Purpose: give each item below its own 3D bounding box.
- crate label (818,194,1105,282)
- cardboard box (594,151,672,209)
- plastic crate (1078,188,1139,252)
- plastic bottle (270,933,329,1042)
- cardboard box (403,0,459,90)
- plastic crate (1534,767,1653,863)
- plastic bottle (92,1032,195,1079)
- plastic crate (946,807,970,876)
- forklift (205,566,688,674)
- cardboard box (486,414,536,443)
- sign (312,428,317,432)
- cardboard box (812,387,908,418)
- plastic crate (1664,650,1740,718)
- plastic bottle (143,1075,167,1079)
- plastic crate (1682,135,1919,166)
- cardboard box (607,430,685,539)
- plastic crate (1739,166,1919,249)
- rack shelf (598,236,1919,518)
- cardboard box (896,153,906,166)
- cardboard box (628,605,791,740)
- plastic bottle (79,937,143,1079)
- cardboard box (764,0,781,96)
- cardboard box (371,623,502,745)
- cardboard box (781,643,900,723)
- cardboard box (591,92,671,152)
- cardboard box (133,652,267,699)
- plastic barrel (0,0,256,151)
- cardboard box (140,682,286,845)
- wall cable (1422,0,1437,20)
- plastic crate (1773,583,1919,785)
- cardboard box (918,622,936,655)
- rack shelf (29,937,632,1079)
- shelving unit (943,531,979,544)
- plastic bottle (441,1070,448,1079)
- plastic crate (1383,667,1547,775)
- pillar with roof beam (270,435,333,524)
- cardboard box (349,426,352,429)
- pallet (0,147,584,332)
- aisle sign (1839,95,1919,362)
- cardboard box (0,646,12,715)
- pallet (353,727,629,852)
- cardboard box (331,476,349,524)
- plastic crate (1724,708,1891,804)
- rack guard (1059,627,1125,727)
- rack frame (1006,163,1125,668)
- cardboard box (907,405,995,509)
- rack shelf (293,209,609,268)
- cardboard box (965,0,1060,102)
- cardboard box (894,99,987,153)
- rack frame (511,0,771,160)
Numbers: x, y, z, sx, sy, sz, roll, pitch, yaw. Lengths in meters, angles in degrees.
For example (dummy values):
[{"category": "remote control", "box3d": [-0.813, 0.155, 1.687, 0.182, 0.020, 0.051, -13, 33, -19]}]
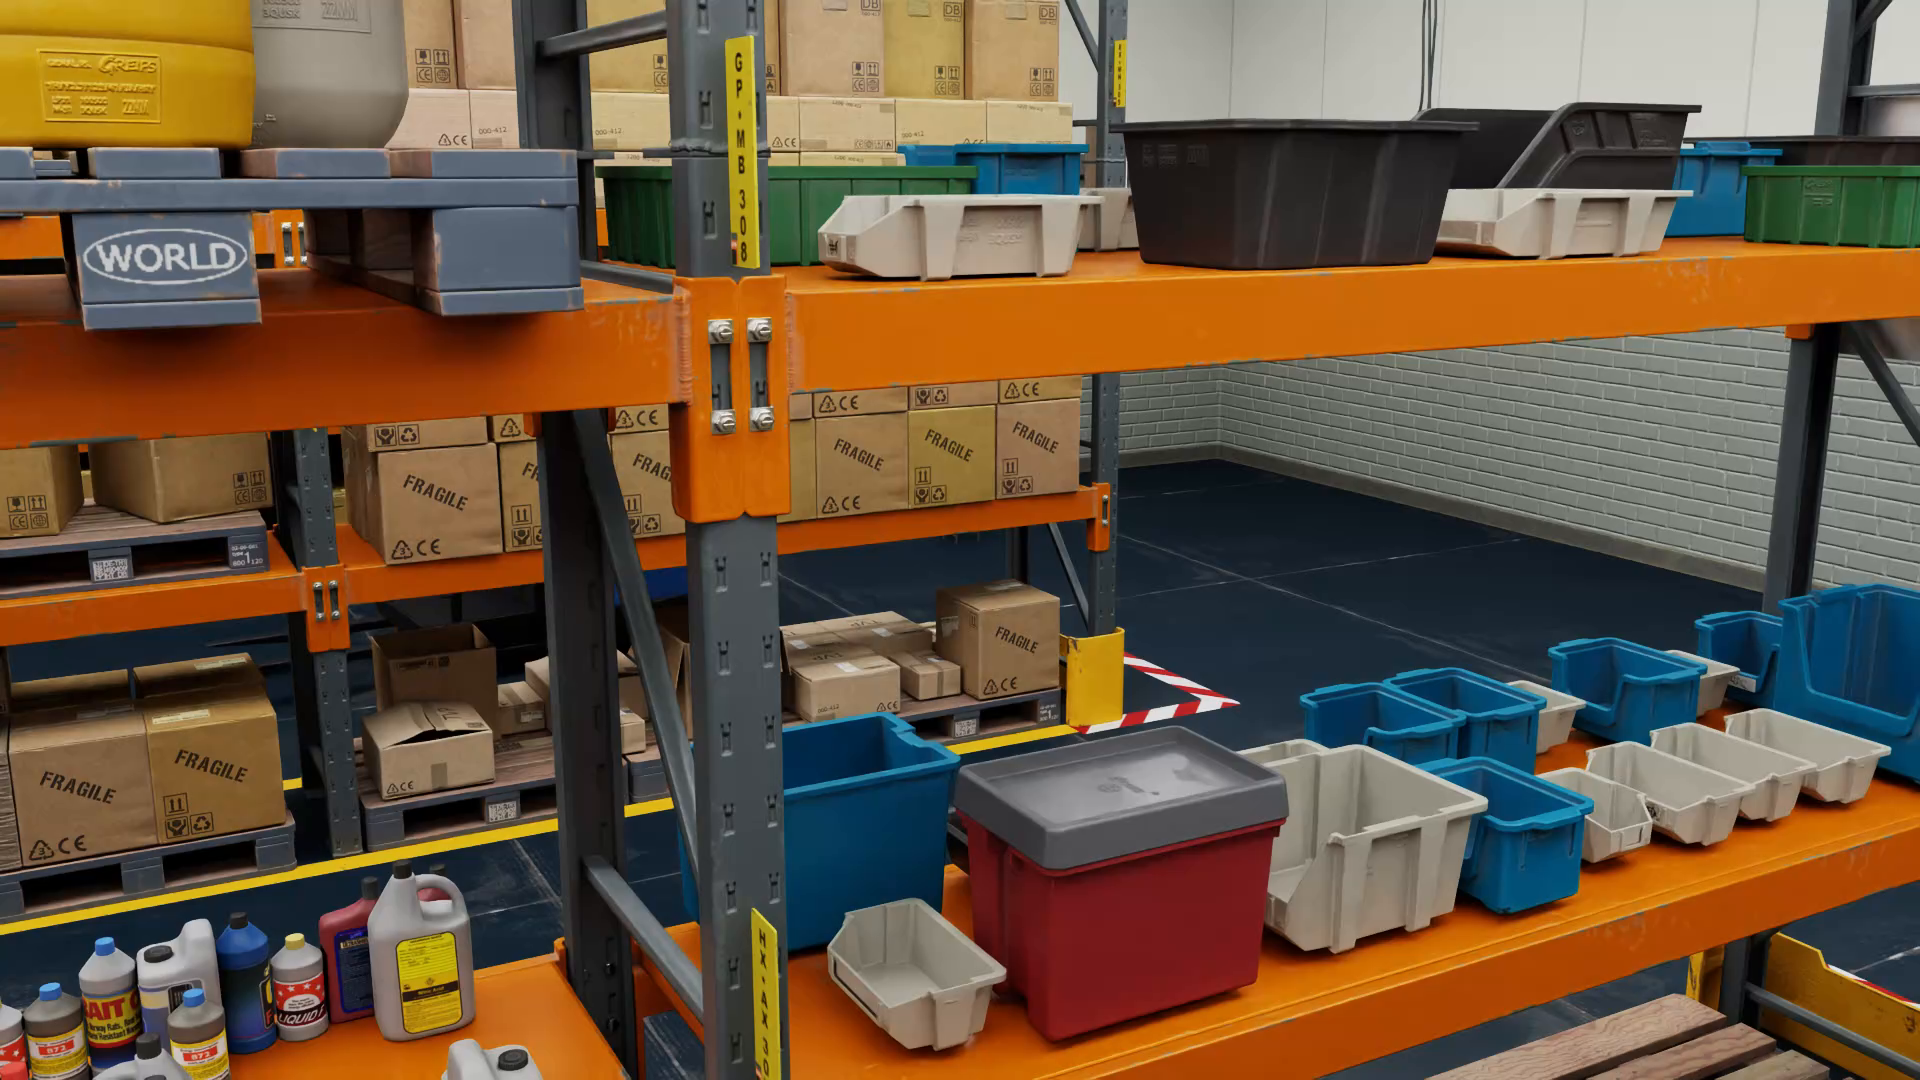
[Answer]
[{"category": "crate label", "box3d": [-0.011, -0.531, 2.904, 0.466, 0.136, 0.293, -7, 14, -28]}, {"category": "cardboard box", "box3d": [-1.523, -1.653, 7.632, 0.500, 0.250, 0.500, -7, 14, -28]}, {"category": "plastic crate", "box3d": [0.355, -0.742, 3.843, 0.466, 0.136, 0.293, -7, 14, -28]}, {"category": "plastic bottle", "box3d": [-1.315, 0.883, 3.307, 0.097, 0.201, 0.097, 0, 13, 0]}, {"category": "cardboard box", "box3d": [-2.540, -2.214, 7.276, 0.500, 0.500, 0.700, -7, 14, -28]}, {"category": "plastic crate", "box3d": [1.558, 0.696, 4.151, 0.250, 0.136, 0.298, -7, 14, -28]}, {"category": "plastic bottle", "box3d": [-1.298, 0.956, 2.642, 0.185, 0.351, 0.144, -7, 14, -28]}, {"category": "plastic crate", "box3d": [0.275, 0.735, 4.000, 0.590, 0.125, 0.437, -7, 14, -28]}, {"category": "forklift", "box3d": [-3.036, -0.722, 10.144, 3.031, 2.935, 1.130, -9, 15, -33]}, {"category": "cardboard box", "box3d": [-1.948, -0.741, 7.567, 0.500, 0.500, 0.500, -7, 15, -30]}, {"category": "sign", "box3d": [-2.680, -0.613, 6.866, 0.005, 0.325, 0.100, -7, 14, -28]}, {"category": "cardboard box", "box3d": [-0.593, -0.904, 8.289, 0.500, 0.500, 0.500, -6, 14, -26]}, {"category": "plastic crate", "box3d": [2.237, 0.459, 5.203, 0.298, 0.136, 0.250, -7, 14, -28]}, {"category": "plastic bottle", "box3d": [-1.229, 0.984, 2.519, 0.185, 0.351, 0.144, -7, 14, -28]}, {"category": "plastic crate", "box3d": [2.461, -1.034, 4.837, 0.590, 0.269, 0.497, -7, 14, -28]}, {"category": "cardboard box", "box3d": [-1.483, -0.312, 7.934, 0.500, 0.500, 0.500, -7, 14, -28]}, {"category": "plastic crate", "box3d": [2.203, -0.822, 4.081, 0.336, 0.188, 0.450, -7, 14, -28]}, {"category": "rack shelf", "box3d": [1.177, -0.523, 3.908, 4.000, 0.370, 1.077, -7, 14, -28]}, {"category": "cardboard box", "box3d": [-0.207, -1.811, 8.333, 0.500, 0.250, 0.500, -7, 14, -28]}, {"category": "cardboard box", "box3d": [-1.302, 0.650, 8.575, 0.637, 0.503, 0.797, -7, 14, -28]}, {"category": "plastic bottle", "box3d": [-1.604, 0.883, 3.145, 0.097, 0.271, 0.097, 0, 13, 0]}, {"category": "cardboard box", "box3d": [-1.232, -2.375, 7.992, 0.500, 0.500, 0.700, -7, 14, -28]}, {"category": "cardboard box", "box3d": [-2.585, 0.735, 8.202, 0.500, 0.500, 0.500, -7, 14, -28]}, {"category": "cardboard box", "box3d": [-0.645, 0.750, 8.706, 0.500, 0.250, 0.500, -7, 14, -28]}, {"category": "cardboard box", "box3d": [-1.520, -1.896, 7.572, 0.500, 0.250, 0.500, -7, 14, -28]}, {"category": "cardboard box", "box3d": [-3.490, 0.854, 7.675, 0.500, 0.500, 0.500, -8, 15, -30]}, {"category": "plastic barrel", "box3d": [-1.283, -0.825, 2.227, 0.600, 0.588, 0.600, 0, 13, 0]}, {"category": "cardboard box", "box3d": [-3.245, 0.957, 7.217, 0.500, 0.500, 0.500, -7, 14, -28]}, {"category": "wall cable", "box3d": [4.617, -5.411, 12.726, 0.112, 2.526, 3.097, -7, 14, -28]}, {"category": "plastic crate", "box3d": [2.728, 0.404, 4.766, 0.499, 0.435, 0.616, -7, 14, -28]}, {"category": "cardboard box", "box3d": [-0.190, 0.596, 9.581, 0.250, 0.166, 0.380, -7, 14, -28]}, {"category": "rack shelf", "box3d": [-2.334, 1.361, 2.367, 4.000, 0.370, 1.077, -7, 14, -28]}, {"category": "shelving unit", "box3d": [0.007, -0.440, 13.514, 0.210, 0.900, 0.258, -7, 14, -28]}, {"category": "plastic bottle", "box3d": [-0.846, 0.978, 2.882, 0.097, 0.201, 0.097, 0, 13, 0]}, {"category": "plastic crate", "box3d": [1.402, 0.533, 4.656, 0.300, 0.233, 0.416, -7, 14, -28]}, {"category": "pillar with roof beam", "box3d": [-3.063, -3.447, 8.429, 0.400, 9.000, 9.100, -7, 14, -28]}, {"category": "cardboard box", "box3d": [-2.629, -0.795, 7.804, 0.500, 0.500, 0.500, -7, 14, -28]}, {"category": "pallet", "box3d": [-1.220, -0.470, 2.464, 1.003, 0.211, 1.213, -7, 14, -28]}, {"category": "aisle sign", "box3d": [2.853, -0.954, 5.095, 0.004, 0.787, 0.394, -7, 14, -28]}, {"category": "cardboard box", "box3d": [-4.368, 0.593, 7.125, 0.500, 0.250, 0.500, -7, 14, -28]}, {"category": "pallet", "box3d": [-2.346, 1.133, 8.093, 1.213, 0.211, 1.003, -7, 14, -28]}, {"category": "cardboard box", "box3d": [-4.620, -0.154, 12.197, 0.500, 0.500, 0.700, -7, 14, -27]}, {"category": "plastic crate", "box3d": [2.303, 0.599, 4.579, 0.243, 0.136, 0.396, -7, 14, -28]}, {"category": "rack guard", "box3d": [0.495, 0.652, 9.575, 0.348, 0.500, 1.175, -7, 14, -28]}, {"category": "rack frame", "box3d": [0.562, -0.576, 9.336, 0.127, 3.000, 1.000, -7, 14, -28]}, {"category": "cardboard box", "box3d": [-0.154, -0.470, 8.637, 0.500, 0.500, 0.500, -7, 14, -27]}, {"category": "rack shelf", "box3d": [-1.193, -1.478, 8.151, 4.000, 0.370, 1.077, -7, 14, -28]}, {"category": "cardboard box", "box3d": [0.119, -2.519, 8.632, 0.500, 0.500, 0.700, -7, 14, -28]}, {"category": "cardboard box", "box3d": [-0.205, -2.054, 8.276, 0.500, 0.250, 0.500, -7, 14, -28]}, {"category": "rack frame", "box3d": [-0.579, -2.127, 2.564, 0.127, 3.000, 1.000, -7, 14, -28]}]
